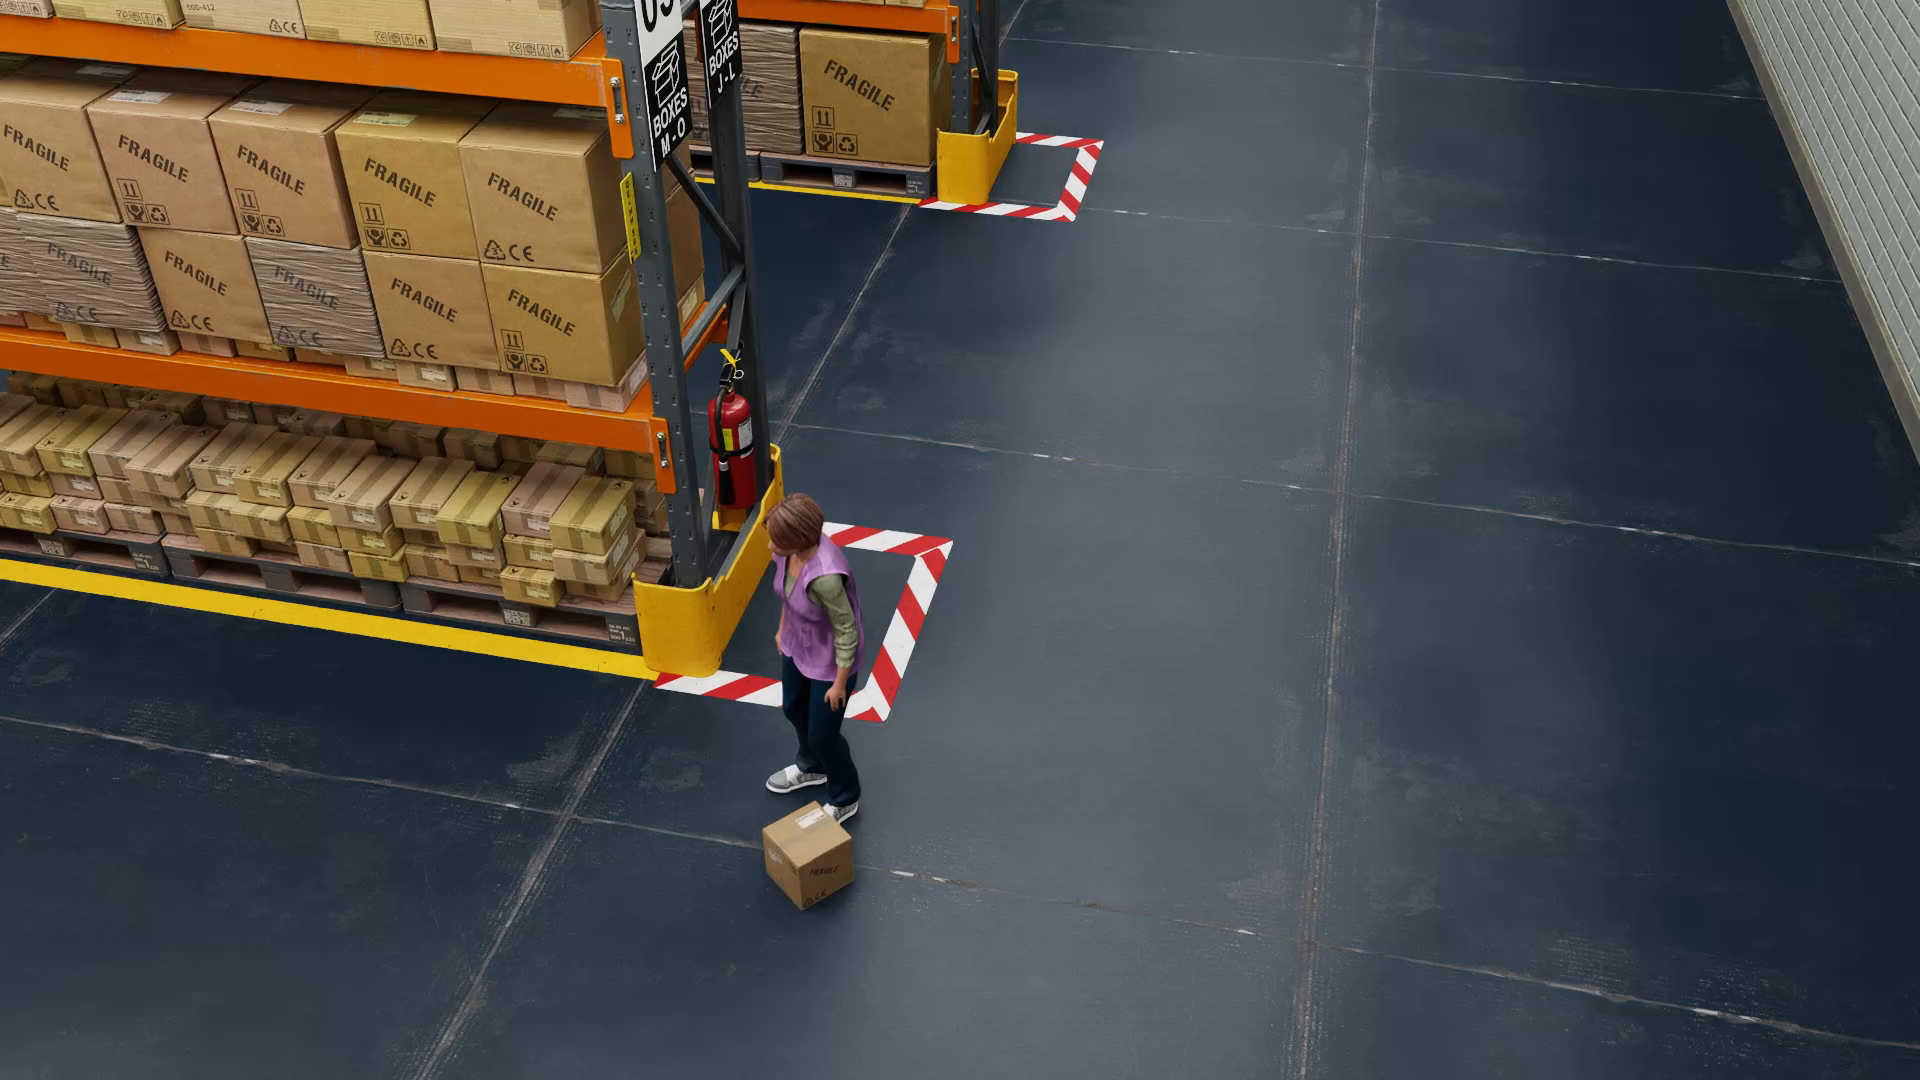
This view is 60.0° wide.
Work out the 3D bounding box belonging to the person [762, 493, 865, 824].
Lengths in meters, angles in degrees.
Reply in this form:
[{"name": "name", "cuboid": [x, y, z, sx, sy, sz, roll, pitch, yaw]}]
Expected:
[{"name": "person", "cuboid": [-0.556, 0.455, 6.370, 0.346, 1.592, 0.474, -22, 43, -27]}]
